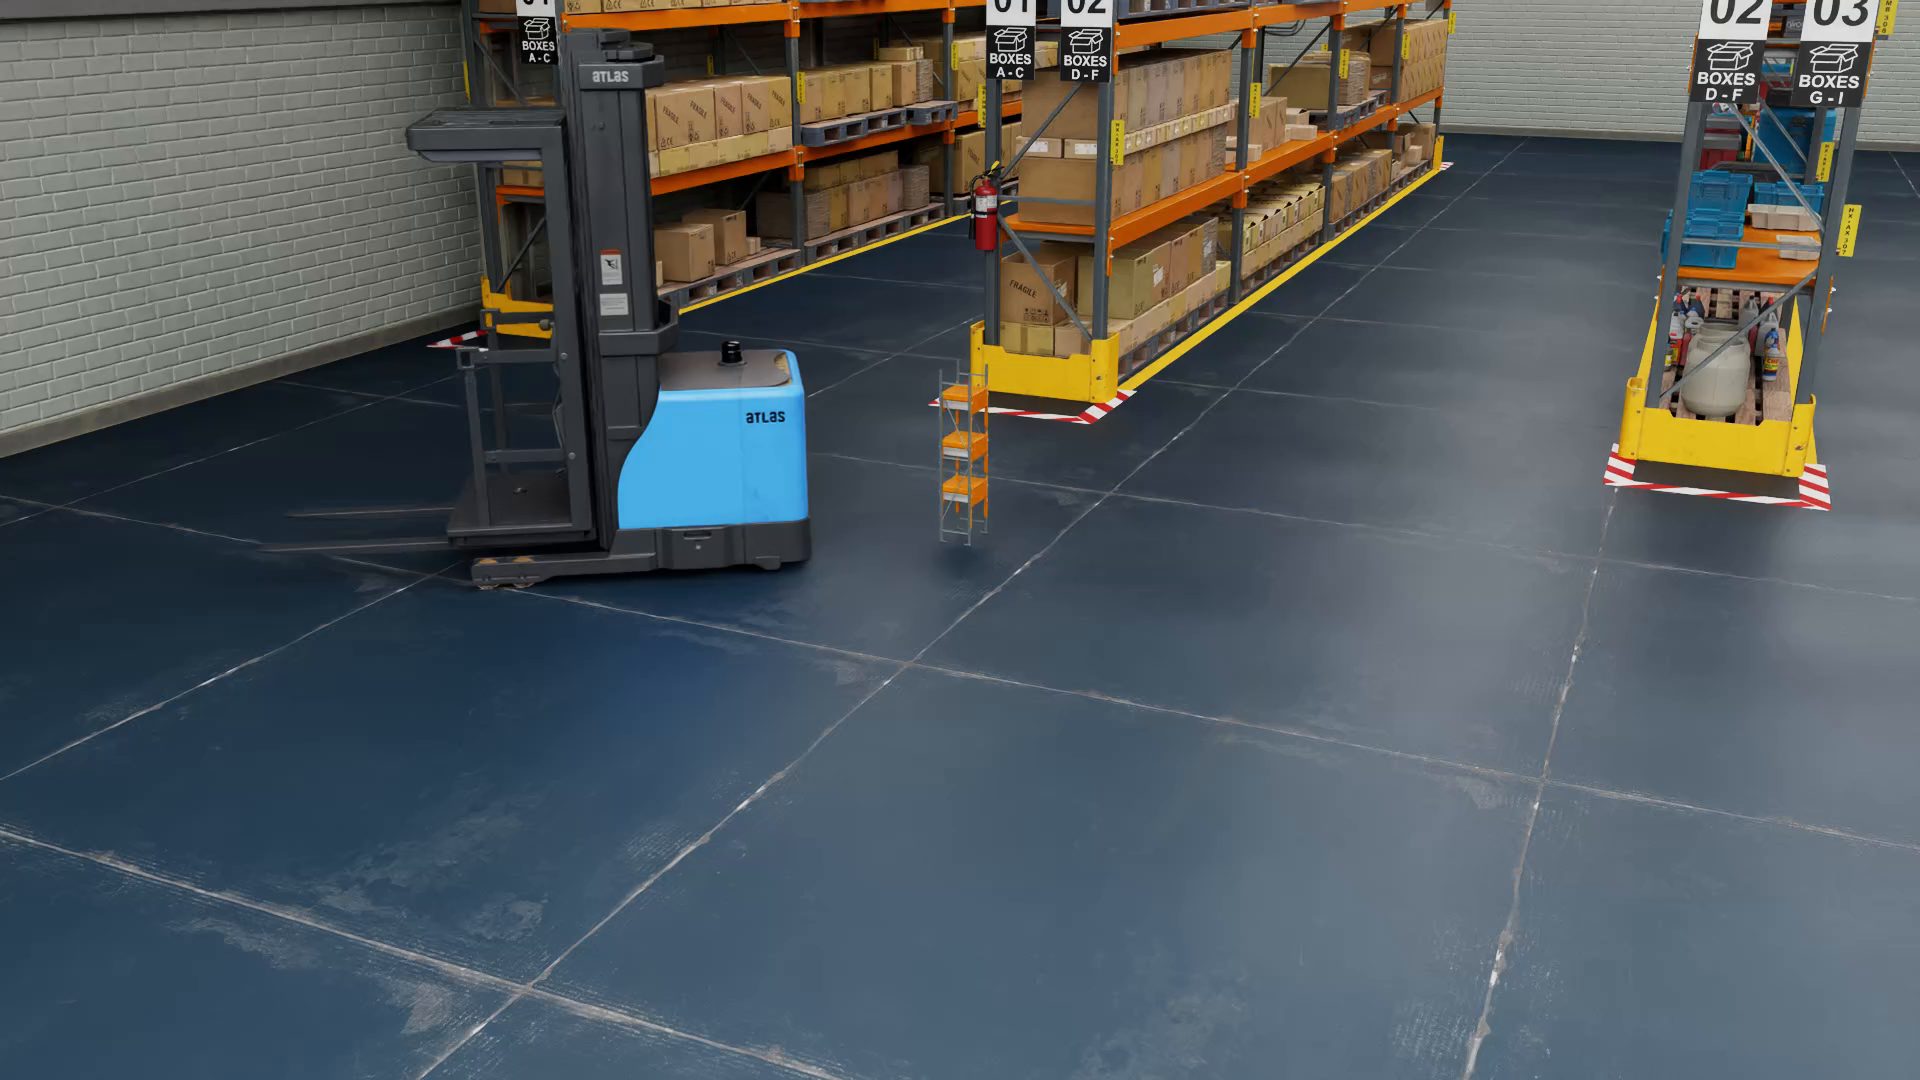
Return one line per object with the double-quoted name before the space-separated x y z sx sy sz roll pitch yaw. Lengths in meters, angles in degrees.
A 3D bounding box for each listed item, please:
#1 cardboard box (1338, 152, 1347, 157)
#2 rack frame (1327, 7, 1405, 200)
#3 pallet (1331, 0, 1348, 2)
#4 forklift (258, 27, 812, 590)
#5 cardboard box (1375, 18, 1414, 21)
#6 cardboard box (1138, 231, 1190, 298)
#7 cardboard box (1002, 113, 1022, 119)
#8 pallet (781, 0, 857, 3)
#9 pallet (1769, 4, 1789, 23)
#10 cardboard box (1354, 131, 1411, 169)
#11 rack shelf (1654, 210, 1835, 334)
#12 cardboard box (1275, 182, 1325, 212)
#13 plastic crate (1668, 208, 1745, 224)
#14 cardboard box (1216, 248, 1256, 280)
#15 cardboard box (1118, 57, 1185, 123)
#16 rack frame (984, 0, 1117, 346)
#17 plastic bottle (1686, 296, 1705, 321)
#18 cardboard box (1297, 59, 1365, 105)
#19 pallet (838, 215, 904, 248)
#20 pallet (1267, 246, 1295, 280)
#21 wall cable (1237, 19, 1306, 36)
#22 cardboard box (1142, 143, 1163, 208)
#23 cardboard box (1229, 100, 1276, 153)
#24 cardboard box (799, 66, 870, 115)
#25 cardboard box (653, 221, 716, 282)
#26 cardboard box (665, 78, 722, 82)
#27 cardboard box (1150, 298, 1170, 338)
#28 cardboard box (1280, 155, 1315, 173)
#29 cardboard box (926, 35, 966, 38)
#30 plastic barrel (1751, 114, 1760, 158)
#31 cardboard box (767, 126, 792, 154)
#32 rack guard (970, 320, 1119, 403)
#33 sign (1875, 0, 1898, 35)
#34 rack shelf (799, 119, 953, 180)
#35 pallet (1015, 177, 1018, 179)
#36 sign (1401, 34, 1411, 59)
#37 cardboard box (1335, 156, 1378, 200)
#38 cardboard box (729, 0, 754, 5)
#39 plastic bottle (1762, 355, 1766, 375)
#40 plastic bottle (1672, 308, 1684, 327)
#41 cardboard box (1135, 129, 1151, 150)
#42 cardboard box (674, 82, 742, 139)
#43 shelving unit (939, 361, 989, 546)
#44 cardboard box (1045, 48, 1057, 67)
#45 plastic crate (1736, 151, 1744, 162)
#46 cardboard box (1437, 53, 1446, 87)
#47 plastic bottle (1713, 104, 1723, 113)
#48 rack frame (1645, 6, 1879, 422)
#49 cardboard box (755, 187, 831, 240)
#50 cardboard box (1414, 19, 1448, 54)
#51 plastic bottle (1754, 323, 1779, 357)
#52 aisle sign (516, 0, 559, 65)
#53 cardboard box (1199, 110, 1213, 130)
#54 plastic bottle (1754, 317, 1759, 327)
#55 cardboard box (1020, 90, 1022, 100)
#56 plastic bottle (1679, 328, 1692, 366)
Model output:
"cardboard box" 4.961 -5.030 22.710 0.500 0.500 0.500 9 21 23
"rack frame" 5.589 -6.280 23.150 1.000 3.000 0.127 9 21 23
"pallet" 3.755 -6.161 18.622 1.213 0.211 1.003 10 22 25
"forklift" -2.409 -1.296 9.238 3.031 2.935 1.130 -3 20 -8
"cardboard box" 6.805 -7.921 26.124 0.500 0.500 0.500 9 22 24
"cardboard box" 1.715 -2.458 14.763 0.500 0.500 0.500 9 21 23
"cardboard box" 0.921 -5.927 24.738 0.750 0.750 0.750 9 21 23
"pallet" -1.858 -6.011 18.199 1.213 0.211 1.003 9 21 23
"pallet" 6.624 -4.244 13.230 1.213 0.211 1.003 9 21 23
"cardboard box" 6.354 -5.886 25.111 0.797 0.503 0.637 9 21 23
"rack shelf" 6.012 -2.203 12.760 1.077 0.370 4.000 9 21 23
"cardboard box" 3.961 -4.029 19.462 0.500 0.311 0.500 9 22 24
"plastic crate" 5.396 -2.252 12.047 0.499 0.251 0.408 9 21 23
"cardboard box" 2.704 -2.826 16.914 0.500 0.250 0.500 8 21 21
"cardboard box" 1.521 -3.896 14.361 0.700 0.500 0.500 9 21 23
"rack frame" 0.675 -2.611 12.835 1.000 3.000 0.127 9 21 23
"plastic bottle" 6.253 -1.903 14.139 0.144 0.351 0.185 9 21 23
"cardboard box" 4.655 -5.763 20.921 0.700 0.500 0.500 13 23 33
"pallet" -1.392 -3.811 20.370 1.003 0.211 1.213 9 21 23
"pallet" 3.078 -3.125 18.441 1.003 0.211 1.213 9 21 23
"wall cable" 5.349 -11.224 32.735 3.097 2.526 0.112 9 21 23
"cardboard box" 1.297 -3.111 14.092 0.700 0.500 0.500 9 21 23
"cardboard box" 3.063 -4.428 17.793 0.500 0.500 0.500 9 21 23
"cardboard box" -1.492 -5.293 19.570 0.700 0.500 0.500 12 23 30
"cardboard box" -2.901 -2.910 16.749 0.700 0.500 0.500 7 21 19
"cardboard box" -2.806 -4.532 17.310 0.500 0.500 0.500 8 21 22
"cardboard box" 1.504 -1.953 14.461 0.500 0.250 0.500 9 21 23
"cardboard box" 4.139 -4.776 20.875 0.500 0.250 0.500 9 22 25
"cardboard box" -0.192 -6.774 22.797 0.500 0.250 0.500 8 21 21
"plastic barrel" 7.900 -3.836 16.076 0.433 0.535 0.433 0 20 0
"cardboard box" -2.125 -4.265 17.679 0.500 0.250 0.500 9 21 23
"rack guard" 0.665 -1.426 13.233 1.175 0.500 0.348 9 21 23
"sign" 5.693 -3.271 10.200 0.100 0.325 0.005 9 21 23
"rack shelf" -1.389 -4.785 20.021 1.077 0.370 4.000 9 21 23
"pallet" 0.821 -5.398 24.832 1.003 0.211 1.213 9 21 23
"sign" 6.097 -6.750 22.744 0.100 0.325 0.005 9 21 23
"cardboard box" 5.233 -4.816 22.107 0.500 0.500 0.500 9 21 23
"cardboard box" -2.408 -5.641 16.699 0.500 0.500 0.500 7 21 18
"plastic bottle" 6.262 -1.362 12.843 0.097 0.201 0.097 0 20 0
"plastic bottle" 5.870 -1.735 13.667 0.144 0.351 0.185 8 21 22
"cardboard box" 1.347 -3.288 13.621 0.380 0.149 0.250 8 21 22
"cardboard box" -2.534 -4.312 16.691 0.500 0.500 0.500 8 21 21
"shelving unit" 0.022 -0.511 9.839 0.215 1.050 0.252 9 21 23
"cardboard box" 1.109 -6.979 24.494 0.500 0.500 0.500 8 21 22
"plastic crate" 7.286 -3.624 16.000 0.450 0.188 0.662 9 21 23
"cardboard box" 7.292 -7.375 26.081 0.500 0.500 0.500 9 22 24
"plastic bottle" 8.947 -5.025 19.694 0.144 0.351 0.185 9 21 23
"rack frame" 5.193 -1.930 10.920 1.000 3.000 0.127 9 21 23
"cardboard box" -1.921 -3.769 19.165 0.700 0.500 0.500 9 22 25
"cardboard box" 7.296 -7.847 25.915 0.500 0.500 0.500 8 21 22
"plastic bottle" 6.549 -1.634 13.496 0.152 0.276 0.135 9 21 24
"aisle sign" -3.601 -4.451 14.129 0.394 0.787 0.004 9 21 23
"cardboard box" 2.083 -3.838 15.167 0.380 0.149 0.250 9 21 23
"plastic bottle" 6.515 -1.693 13.650 0.061 0.283 0.133 9 21 23
"cardboard box" 0.744 -6.399 23.831 0.380 0.149 0.250 9 21 23
"plastic bottle" 5.770 -1.538 13.215 0.061 0.283 0.133 9 21 23
